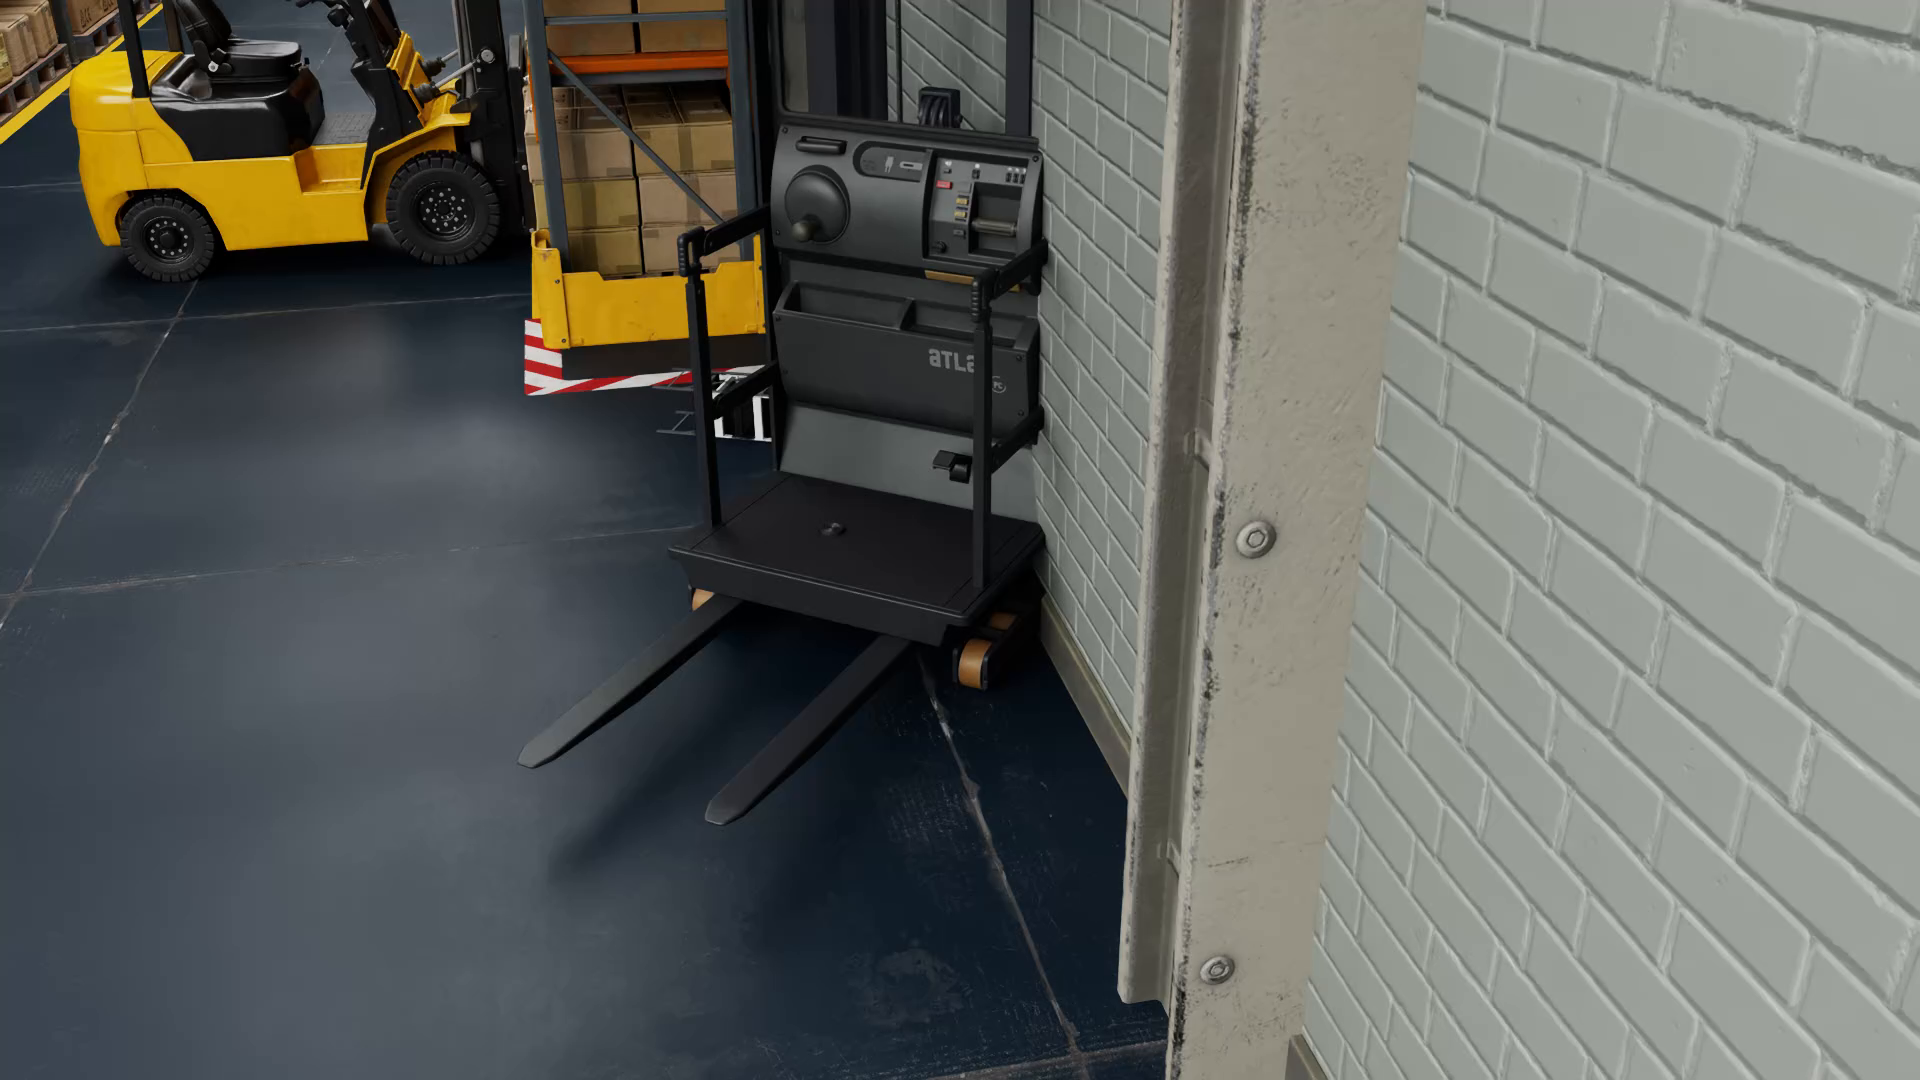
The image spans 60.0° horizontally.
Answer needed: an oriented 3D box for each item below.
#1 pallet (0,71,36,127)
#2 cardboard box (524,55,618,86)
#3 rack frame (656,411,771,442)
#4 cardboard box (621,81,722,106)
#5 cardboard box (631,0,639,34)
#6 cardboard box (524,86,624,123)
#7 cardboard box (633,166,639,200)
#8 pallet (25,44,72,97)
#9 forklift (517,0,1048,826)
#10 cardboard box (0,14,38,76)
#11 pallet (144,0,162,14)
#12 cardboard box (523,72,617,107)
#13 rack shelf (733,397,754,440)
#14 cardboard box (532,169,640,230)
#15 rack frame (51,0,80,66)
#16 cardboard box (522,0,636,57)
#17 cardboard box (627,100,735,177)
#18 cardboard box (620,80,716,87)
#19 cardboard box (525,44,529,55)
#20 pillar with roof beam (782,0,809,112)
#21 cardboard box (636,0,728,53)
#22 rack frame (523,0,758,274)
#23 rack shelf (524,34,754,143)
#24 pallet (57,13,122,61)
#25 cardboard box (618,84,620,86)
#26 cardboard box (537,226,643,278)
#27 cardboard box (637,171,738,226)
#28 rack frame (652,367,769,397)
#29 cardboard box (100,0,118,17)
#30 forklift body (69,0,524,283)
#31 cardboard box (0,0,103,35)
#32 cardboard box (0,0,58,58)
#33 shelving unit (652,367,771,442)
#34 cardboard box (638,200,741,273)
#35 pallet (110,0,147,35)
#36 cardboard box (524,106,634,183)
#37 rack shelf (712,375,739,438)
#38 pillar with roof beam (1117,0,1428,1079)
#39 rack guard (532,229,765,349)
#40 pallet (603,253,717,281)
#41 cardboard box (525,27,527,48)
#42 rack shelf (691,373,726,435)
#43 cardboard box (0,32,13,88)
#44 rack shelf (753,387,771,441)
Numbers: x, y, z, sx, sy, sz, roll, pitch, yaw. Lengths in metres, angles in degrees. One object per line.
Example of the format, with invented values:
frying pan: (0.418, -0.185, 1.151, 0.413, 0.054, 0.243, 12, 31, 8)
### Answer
pallet: (-7.687, -3.291, 12.535, 1.003, 0.211, 1.213, -6, 27, -12)
cardboard box: (-2.254, -2.651, 9.649, 0.500, 0.250, 0.500, -7, 28, -13)
rack frame: (-0.843, -0.478, 7.180, 0.900, 0.006, 0.240, 5, 27, 12)
cardboard box: (-1.535, -2.262, 8.879, 0.500, 0.250, 0.500, -6, 27, -12)
cardboard box: (-1.475, -2.924, 8.603, 0.500, 0.500, 0.500, -5, 27, -10)
cardboard box: (-2.023, -2.207, 8.770, 0.500, 0.250, 0.500, -5, 27, -11)
cardboard box: (-1.522, -2.037, 8.987, 0.500, 0.250, 0.500, -6, 27, -12)
pallet: (-7.958, -3.825, 13.594, 1.003, 0.211, 1.213, -6, 27, -12)
forklift: (-0.267, -1.054, 5.084, 1.130, 2.935, 3.031, 12, 29, 22)
cardboard box: (-7.841, -3.855, 13.010, 0.950, 0.372, 0.625, -6, 27, -13)
pallet: (-8.787, -5.593, 17.097, 1.003, 0.211, 1.213, -6, 27, -12)
cardboard box: (-2.147, -2.428, 9.207, 0.500, 0.250, 0.500, -6, 27, -11)
rack shelf: (-0.899, -0.574, 7.146, 0.077, 0.200, 0.258, 5, 27, 12)
cardboard box: (-1.909, -1.772, 8.462, 0.500, 0.250, 0.500, -6, 27, -12)
rack frame: (-8.133, -5.413, 13.646, 1.000, 3.000, 0.127, -6, 27, -12)
cardboard box: (-1.862, -2.641, 8.042, 0.500, 0.500, 0.500, -7, 28, -13)
cardboard box: (-1.419, -2.043, 8.445, 0.500, 0.250, 0.500, -6, 27, -12)
cardboard box: (-1.637, -2.483, 9.316, 0.500, 0.250, 0.500, -6, 27, -12)
cardboard box: (-2.364, -2.882, 10.107, 0.500, 0.250, 0.500, -5, 27, -10)
pillar with roof beam: (-4.968, -5.045, 6.259, 9.100, 9.000, 0.400, -6, 27, -12)
cardboard box: (-1.336, -2.697, 8.154, 0.500, 0.500, 0.500, -5, 27, -10)
rack frame: (-1.495, -2.407, 7.690, 1.000, 3.000, 0.127, -6, 27, -12)
rack shelf: (-1.946, -2.964, 9.591, 1.077, 0.370, 4.000, -6, 27, -12)
pallet: (-8.237, -4.522, 14.975, 1.003, 0.211, 1.213, -6, 27, -12)
cardboard box: (-1.746, -2.709, 9.764, 0.500, 0.250, 0.500, -6, 27, -13)
cardboard box: (-1.909, -1.541, 8.560, 0.500, 0.250, 0.500, -6, 27, -11)
cardboard box: (-1.398, -1.818, 8.553, 0.500, 0.250, 0.500, -5, 27, -11)
rack frame: (-0.845, -0.659, 7.089, 0.900, 0.006, 0.240, 5, 27, 12)
cardboard box: (-8.405, -5.356, 15.424, 0.875, 0.875, 0.875, -6, 27, -11)
forklift body: (-3.700, -2.675, 9.163, 2.313, 2.155, 1.214, -6, 27, -12)
cardboard box: (-8.208, -4.964, 14.648, 0.875, 0.875, 0.875, -6, 27, -12)
cardboard box: (-8.015, -4.179, 13.650, 0.950, 0.372, 0.625, -8, 28, -15)
shelving unit: (-0.844, -0.568, 7.135, 0.900, 0.210, 0.258, 5, 27, 12)
cardboard box: (-1.415, -1.602, 8.681, 0.500, 0.250, 0.500, -6, 27, -11)
pallet: (-8.509, -5.057, 16.034, 1.003, 0.211, 1.213, -6, 27, -12)
cardboard box: (-1.902, -1.984, 8.327, 0.500, 0.250, 0.500, -5, 27, -10)
rack shelf: (-0.987, -0.582, 7.164, 0.077, 0.200, 0.258, 5, 27, 12)
pillar with roof beam: (-3.616, -2.411, 1.040, 9.100, 9.000, 0.400, -6, 27, -12)
rack guard: (-1.489, -1.280, 8.232, 1.175, 0.500, 0.348, -6, 27, -12)
pallet: (-1.708, -1.494, 8.975, 1.003, 0.211, 1.213, -6, 27, -12)
cardboard box: (-2.488, -3.100, 10.538, 0.500, 0.250, 0.500, -6, 27, -12)
rack shelf: (-1.075, -0.590, 7.182, 0.077, 0.200, 0.258, 5, 27, 12)
cardboard box: (-7.676, -3.522, 12.349, 0.950, 0.372, 0.625, -5, 27, -10)
rack shelf: (-0.811, -0.565, 7.128, 0.077, 0.200, 0.258, 5, 27, 12)
